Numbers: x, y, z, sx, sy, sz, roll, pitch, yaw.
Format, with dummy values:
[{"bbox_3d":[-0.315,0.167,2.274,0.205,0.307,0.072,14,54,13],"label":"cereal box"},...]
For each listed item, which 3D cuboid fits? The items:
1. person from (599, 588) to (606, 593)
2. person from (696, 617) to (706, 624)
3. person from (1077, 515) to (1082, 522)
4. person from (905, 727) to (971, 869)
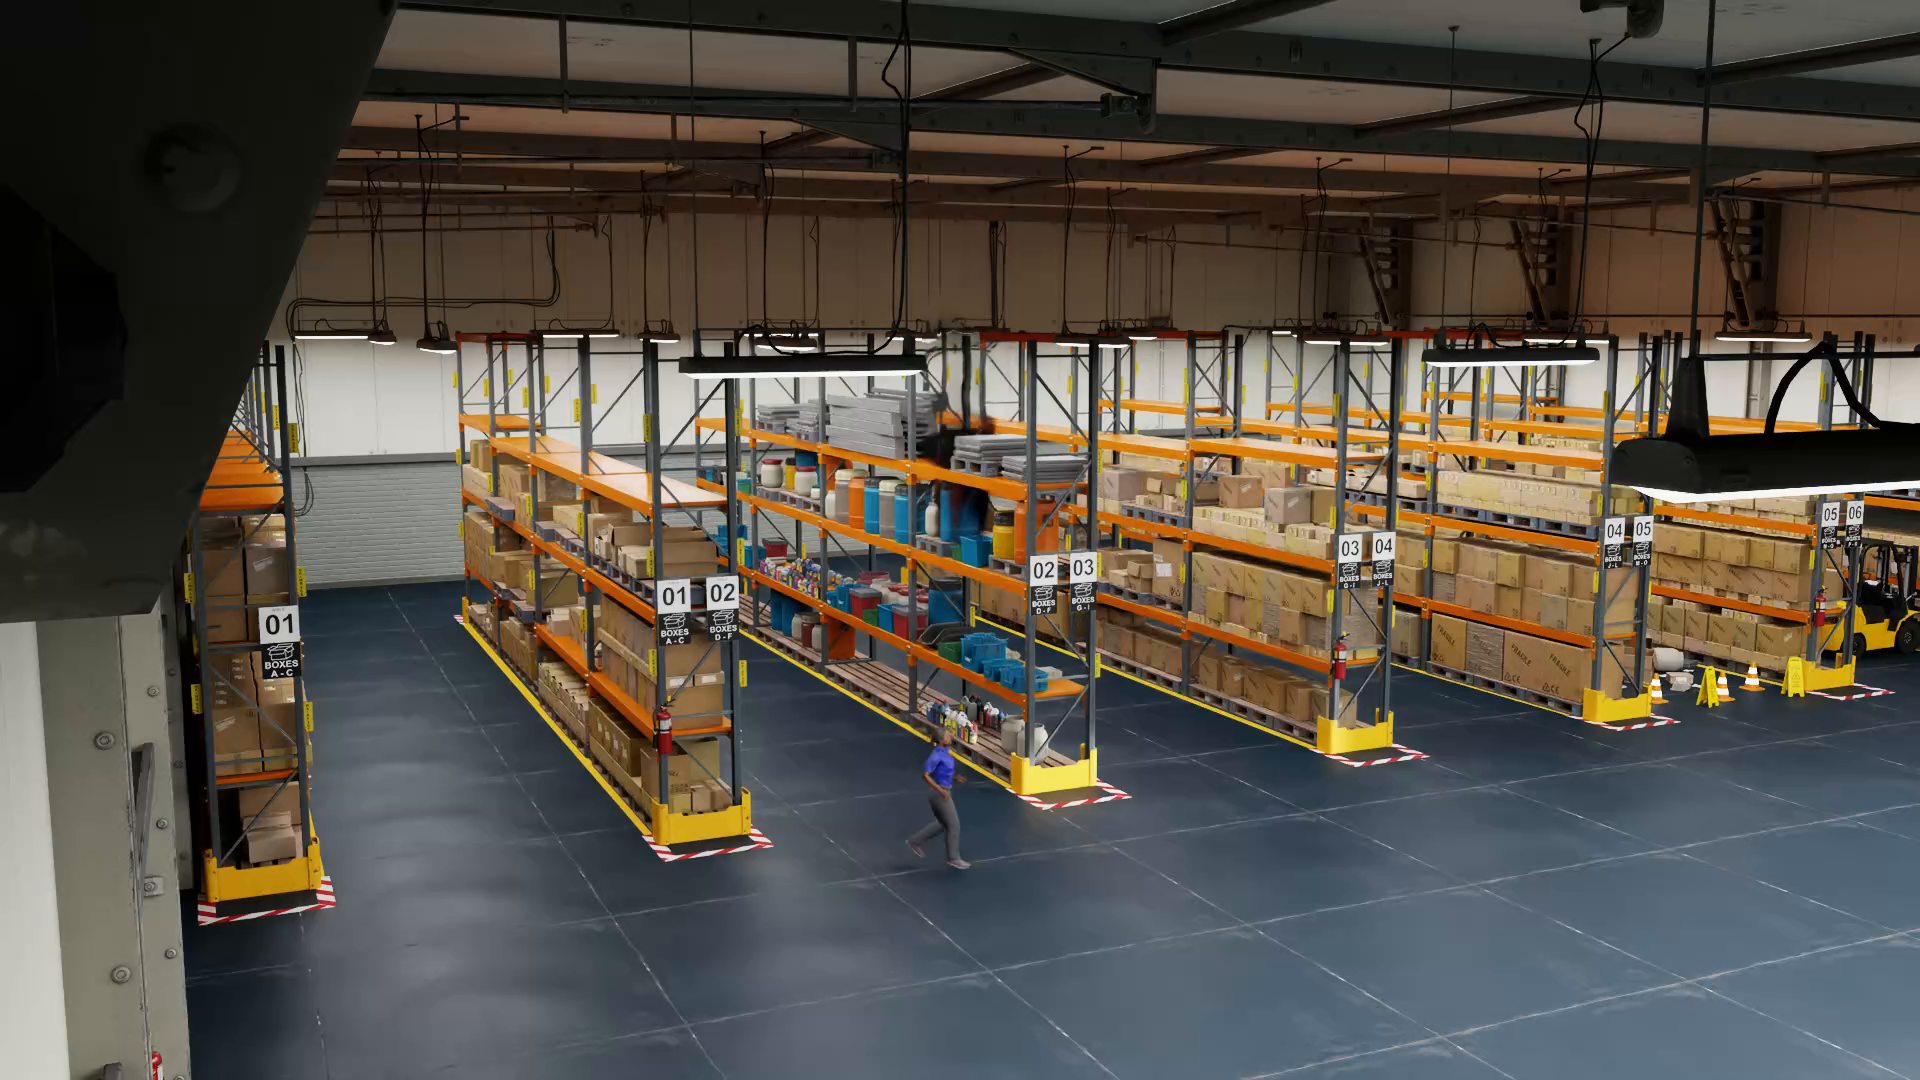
[{"bbox_3d":[-7.169,1.010,33.763,0.548,1.556,0.813,-6,10,-37],"label":"person"},{"bbox_3d":[-5.012,1.284,31.298,0.667,1.687,0.567,-3,8,-20],"label":"person"},{"bbox_3d":[2.707,0.234,38.809,0.733,1.755,0.983,-3,8,-20],"label":"person"},{"bbox_3d":[-0.255,2.958,19.101,0.773,1.661,0.582,1,8,4],"label":"person"}]
